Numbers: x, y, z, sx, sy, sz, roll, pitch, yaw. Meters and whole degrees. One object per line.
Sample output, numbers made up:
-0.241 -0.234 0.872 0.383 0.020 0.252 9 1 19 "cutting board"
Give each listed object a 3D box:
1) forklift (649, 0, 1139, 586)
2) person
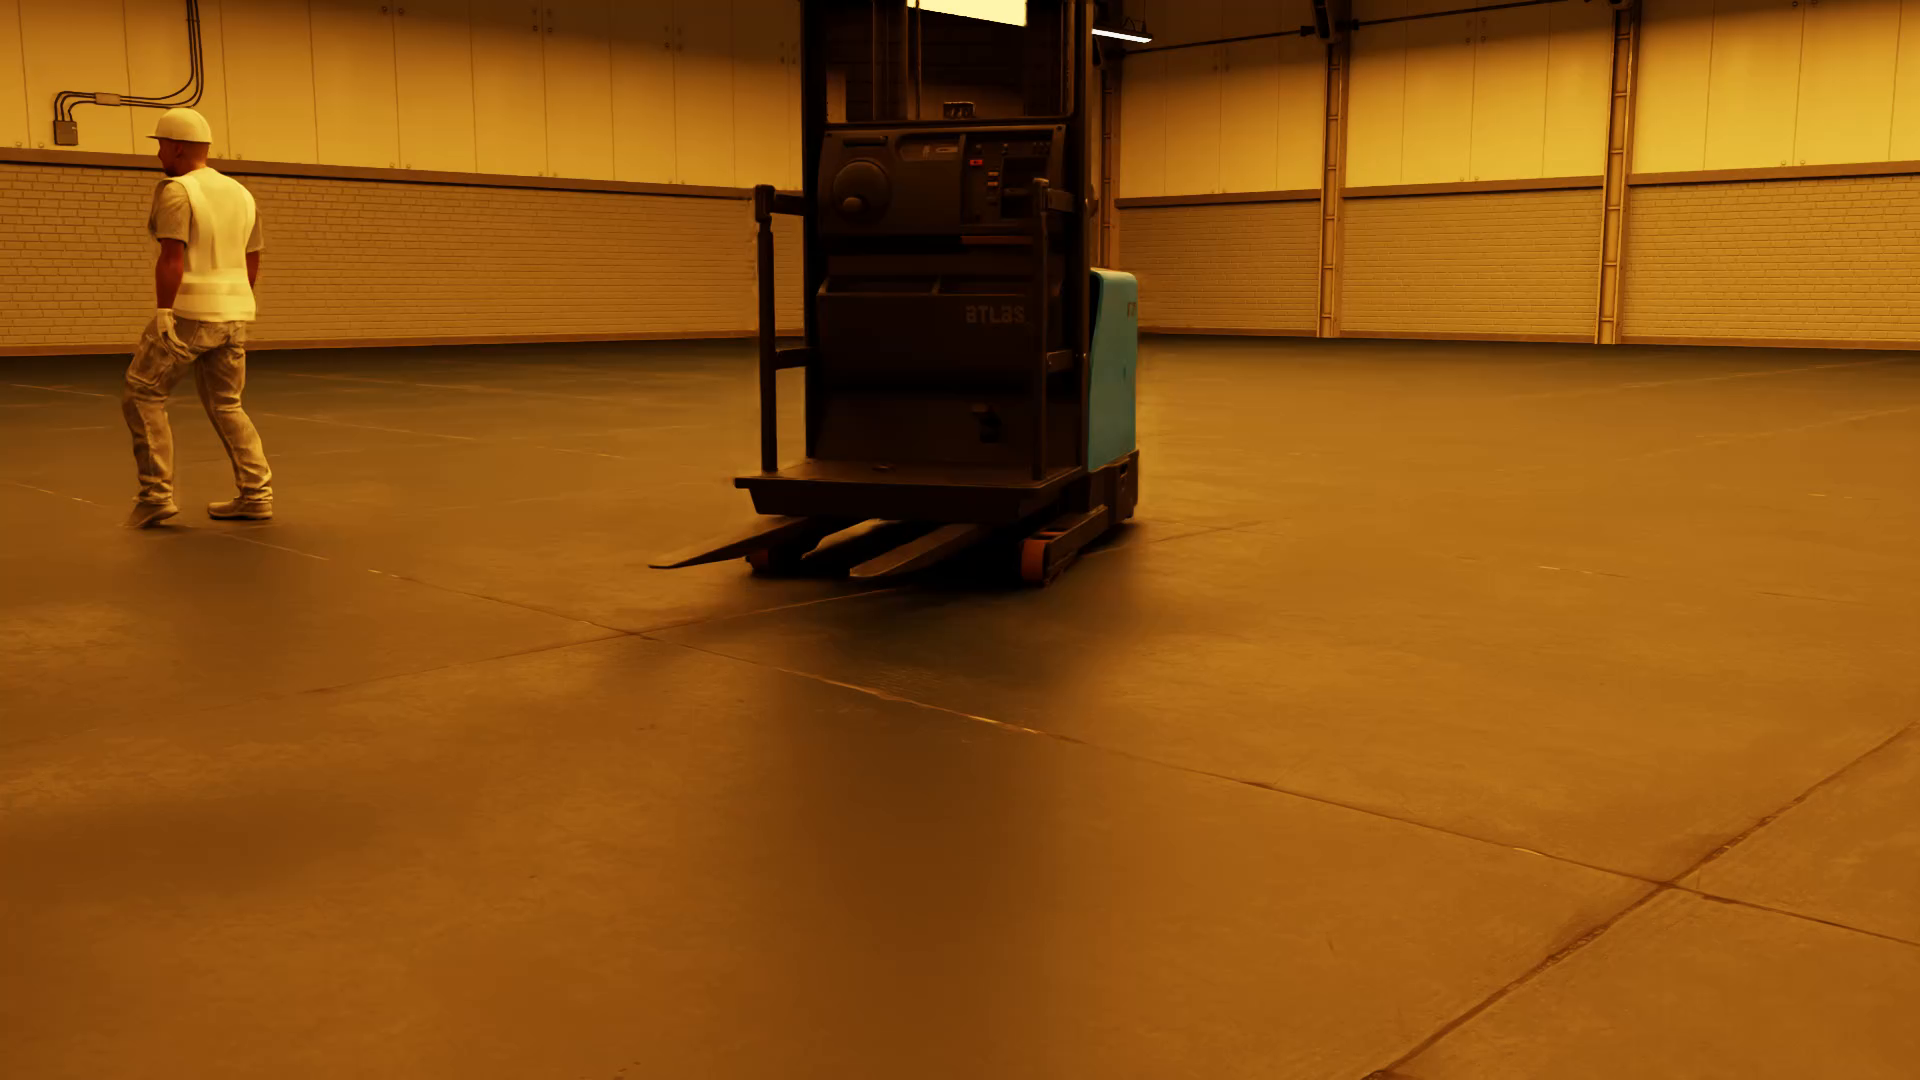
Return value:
-0.132 -1.357 5.882 1.130 2.935 3.031 3 9 16 "forklift"
-3.322 -0.931 7.189 0.530 1.824 0.654 2 9 12 "person"
